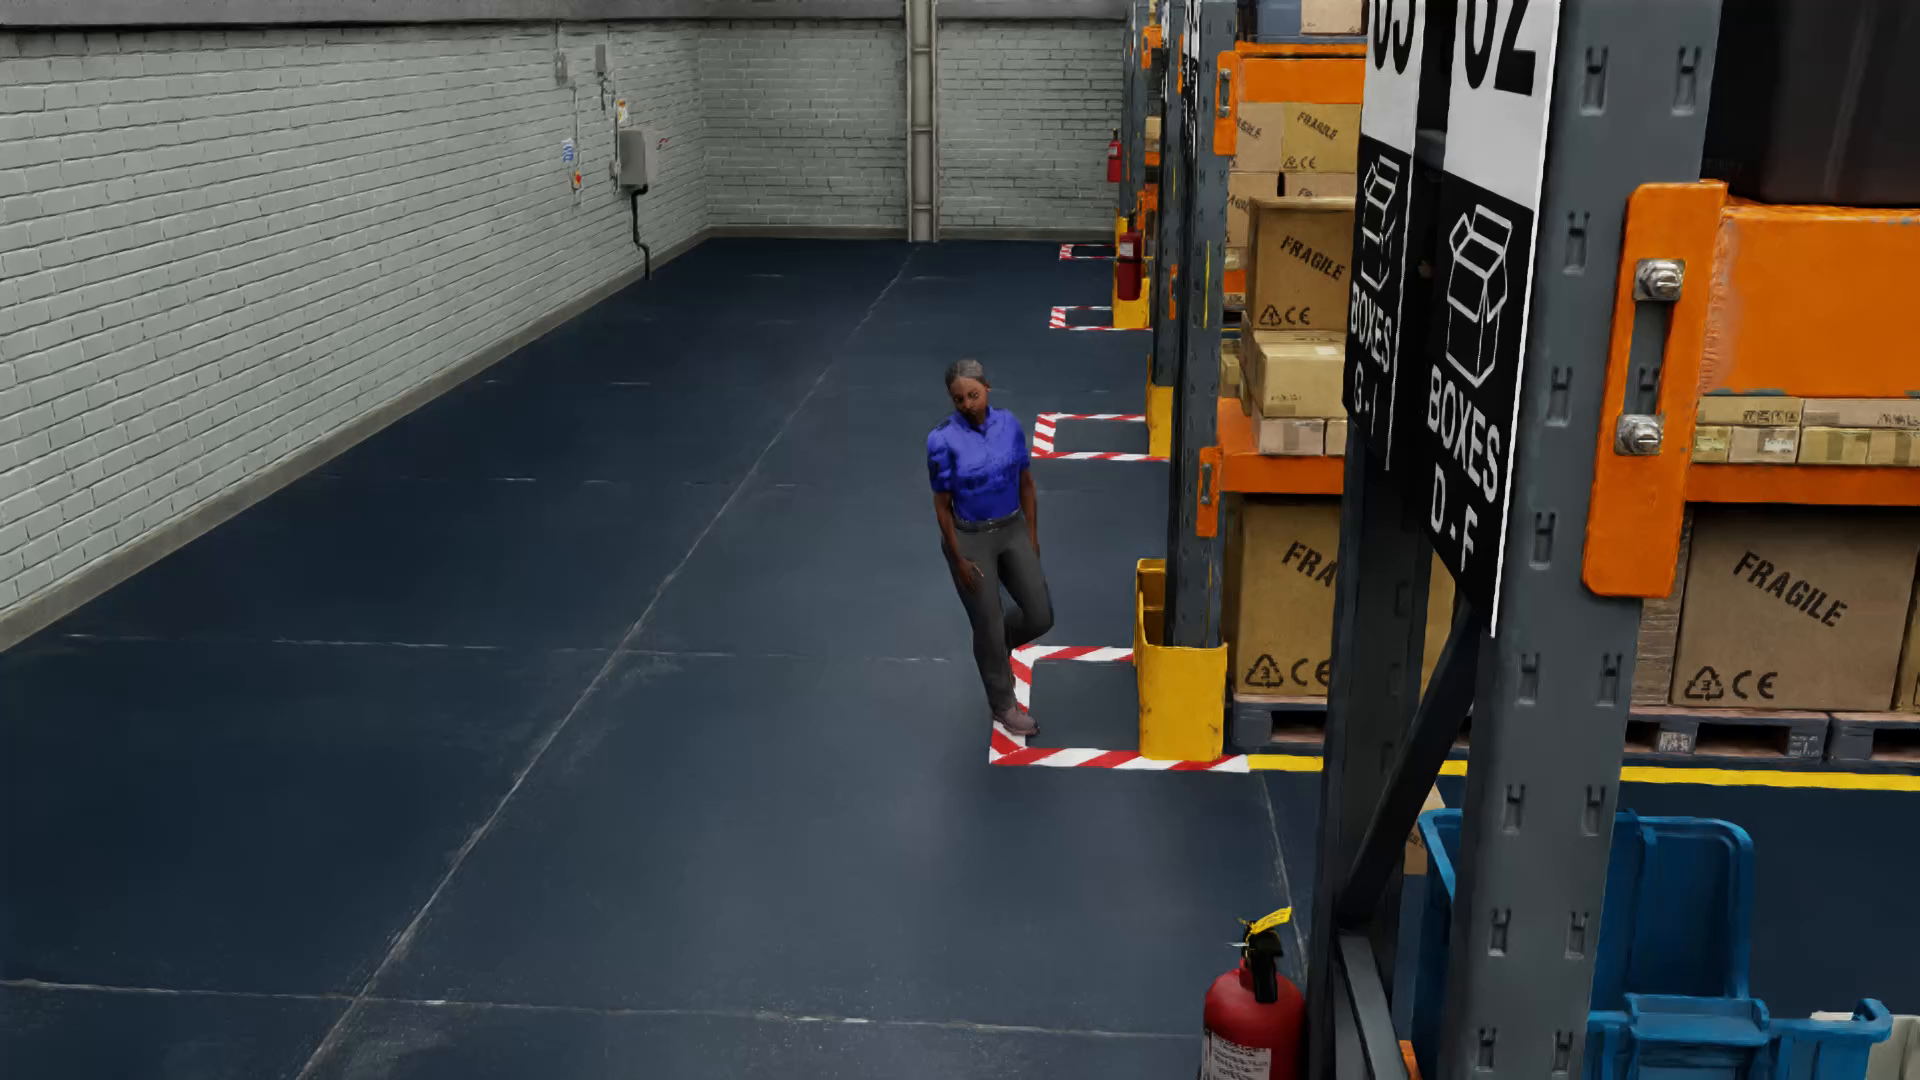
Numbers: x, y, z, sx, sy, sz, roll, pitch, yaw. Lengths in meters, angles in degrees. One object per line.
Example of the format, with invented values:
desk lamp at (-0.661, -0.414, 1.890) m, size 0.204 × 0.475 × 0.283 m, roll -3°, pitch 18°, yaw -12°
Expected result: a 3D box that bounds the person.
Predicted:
person at (0.090, 0.012, 7.034) m, size 0.525 × 1.631 × 0.537 m, roll -10°, pitch 20°, yaw -28°
